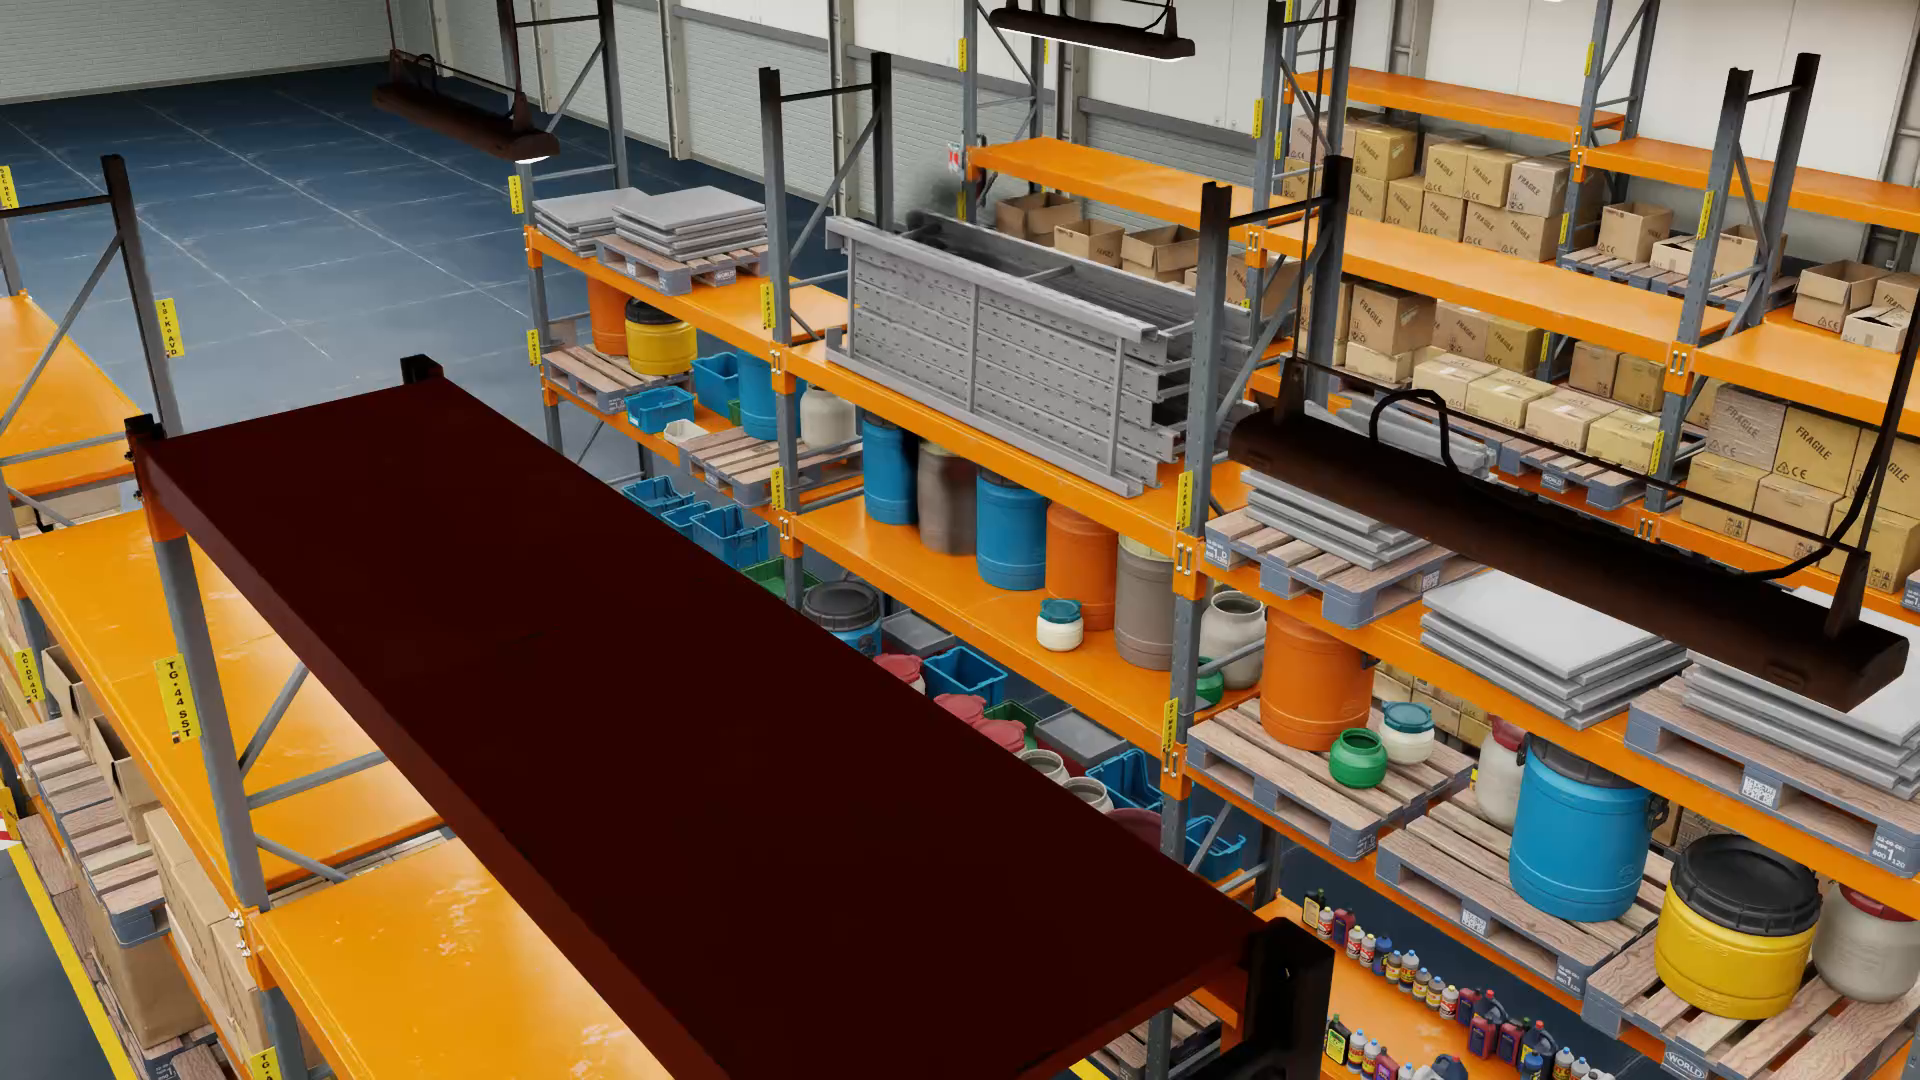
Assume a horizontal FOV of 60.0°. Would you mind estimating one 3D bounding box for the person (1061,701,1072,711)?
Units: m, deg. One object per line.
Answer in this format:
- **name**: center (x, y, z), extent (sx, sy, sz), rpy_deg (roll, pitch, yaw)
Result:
- **person**: center (1.061, 1.139, 13.267), extent (0.693, 1.744, 0.575), rpy_deg (-18, 31, -33)
